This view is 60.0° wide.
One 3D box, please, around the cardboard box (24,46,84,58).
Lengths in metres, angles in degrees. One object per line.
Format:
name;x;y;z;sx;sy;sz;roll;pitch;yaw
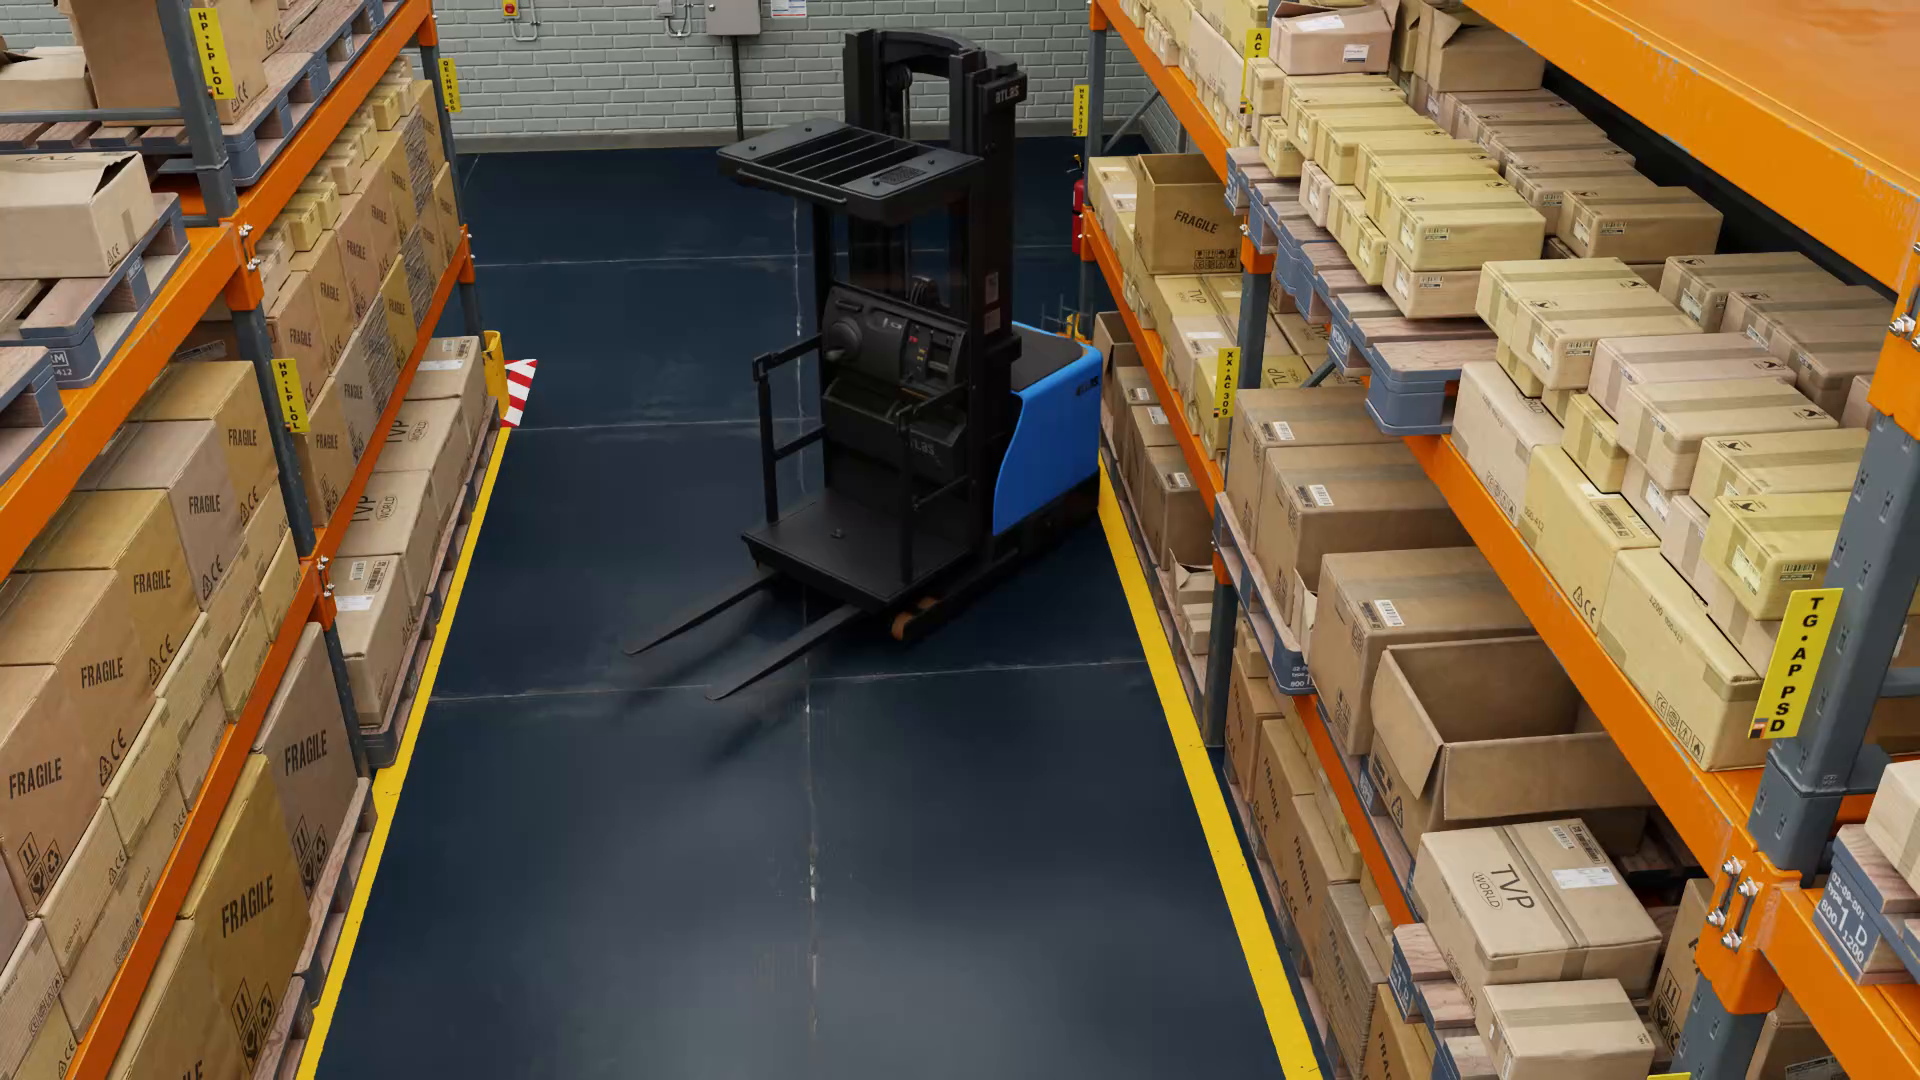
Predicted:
cardboard box;-3.662;-1.939;6.884;0.380;0.149;0.250;-2;31;-3

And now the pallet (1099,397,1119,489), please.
pallet;1.391;-0.729;10.765;1.003;0.211;1.213;-3;31;-5

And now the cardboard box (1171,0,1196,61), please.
cardboard box;1.293;-2.442;7.845;0.500;0.250;0.500;-2;31;-4

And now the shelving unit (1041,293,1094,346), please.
shelving unit;0.624;-0.868;10.029;0.258;1.200;0.189;22;36;33

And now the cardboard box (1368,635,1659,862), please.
cardboard box;1.719;0.663;5.204;0.797;0.503;0.637;-3;31;-6

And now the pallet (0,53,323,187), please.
pallet;-3.325;-1.758;6.930;1.003;0.211;1.213;-3;31;-5

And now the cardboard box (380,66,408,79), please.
cardboard box;-3.352;-2.581;9.441;0.380;0.149;0.250;-2;31;-4

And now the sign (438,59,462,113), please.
sign;-3.091;-2.750;10.069;0.100;0.325;0.005;-3;31;-5

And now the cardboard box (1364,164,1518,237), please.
cardboard box;1.462;-1.033;5.076;0.380;0.149;0.250;-3;31;-4

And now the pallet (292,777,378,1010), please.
pallet;-3.112;1.497;7.037;1.003;0.211;1.213;-3;31;-5

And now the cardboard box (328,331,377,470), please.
cardboard box;-3.085;-0.642;7.803;0.500;0.500;0.500;-3;31;-4

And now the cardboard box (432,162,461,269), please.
cardboard box;-3.324;-1.942;9.978;0.500;0.500;0.500;-3;31;-4

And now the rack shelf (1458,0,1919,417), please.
rack shelf;1.869;-1.404;4.416;1.077;0.370;4.000;-3;31;-5

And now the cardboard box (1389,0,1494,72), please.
cardboard box;1.779;-1.886;6.100;0.396;0.266;0.258;-3;31;-5

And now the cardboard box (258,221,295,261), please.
cardboard box;-3.136;-1.273;7.251;0.380;0.149;0.250;-3;31;-5

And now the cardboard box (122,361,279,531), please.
cardboard box;-2.968;-0.346;6.332;0.500;0.500;0.500;-2;31;-3

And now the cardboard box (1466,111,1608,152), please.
cardboard box;1.920;-1.322;5.561;0.380;0.149;0.250;-2;31;-3

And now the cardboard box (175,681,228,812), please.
cardboard box;-2.892;0.710;5.783;0.500;0.250;0.500;-4;31;-6

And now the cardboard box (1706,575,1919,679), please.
cardboard box;1.783;0.148;3.409;0.380;0.149;0.250;-2;31;-4

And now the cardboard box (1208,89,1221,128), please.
cardboard box;1.318;-1.942;7.396;0.380;0.149;0.250;-2;31;-3

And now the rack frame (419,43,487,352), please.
rack frame;-3.633;-2.132;10.395;1.000;3.000;0.127;-3;31;-5

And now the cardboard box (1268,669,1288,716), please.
cardboard box;1.554;0.618;7.186;0.380;0.149;0.250;-4;31;-6

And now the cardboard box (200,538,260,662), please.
cardboard box;-2.922;0.228;6.102;0.500;0.250;0.500;-2;31;-3

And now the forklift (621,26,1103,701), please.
forklift;-0.490;-0.999;8.565;1.130;2.935;3.031;23;38;33

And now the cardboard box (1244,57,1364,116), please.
cardboard box;1.274;-1.687;6.172;0.380;0.149;0.250;-2;31;-3

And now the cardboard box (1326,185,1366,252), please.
cardboard box;1.412;-1.040;5.379;0.380;0.149;0.250;-3;31;-5

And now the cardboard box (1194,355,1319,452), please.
cardboard box;1.392;-0.642;7.755;0.500;0.250;0.500;-2;31;-3

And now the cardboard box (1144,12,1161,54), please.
cardboard box;1.153;-2.591;8.482;0.380;0.149;0.250;-3;31;-4

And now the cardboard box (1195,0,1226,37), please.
cardboard box;1.339;-2.400;7.287;0.500;0.250;0.500;-3;31;-5

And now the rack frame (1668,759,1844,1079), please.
rack frame;2.056;1.712;3.958;1.000;3.000;0.127;-3;31;-5

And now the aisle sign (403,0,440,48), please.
aisle sign;-3.331;-3.300;9.815;0.394;0.787;0.004;-3;31;-5

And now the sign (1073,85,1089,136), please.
sign;0.768;-2.718;10.531;0.100;0.325;0.005;-3;31;-5

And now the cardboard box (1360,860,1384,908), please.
cardboard box;1.690;1.280;6.077;0.380;0.149;0.250;-3;31;-4

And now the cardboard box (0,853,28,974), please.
cardboard box;-2.744;0.964;4.139;0.500;0.500;0.500;-3;31;-4

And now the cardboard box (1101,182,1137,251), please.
cardboard box;1.130;-1.933;9.918;0.500;0.250;0.500;-2;31;-4

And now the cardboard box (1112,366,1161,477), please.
cardboard box;1.313;-0.724;10.065;0.700;0.500;0.500;-2;31;-3

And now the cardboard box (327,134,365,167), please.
cardboard box;-3.220;-1.926;8.344;0.380;0.149;0.250;-2;31;-3

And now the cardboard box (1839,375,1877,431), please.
cardboard box;2.278;-0.268;3.815;0.380;0.149;0.250;-3;31;-5

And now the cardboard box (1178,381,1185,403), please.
cardboard box;1.309;-0.771;8.361;0.380;0.149;0.250;-2;31;-3

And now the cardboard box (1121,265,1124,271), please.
cardboard box;1.158;-1.691;9.901;0.380;0.149;0.250;-2;31;-3

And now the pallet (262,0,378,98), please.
pallet;-3.436;-2.380;7.970;1.003;0.211;1.213;-3;31;-5

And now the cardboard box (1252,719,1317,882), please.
cardboard box;1.563;1.092;7.025;0.500;0.500;0.500;-3;31;-5

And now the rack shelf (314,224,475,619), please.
rack shelf;-3.446;-0.802;8.870;1.077;0.370;4.000;-3;31;-5

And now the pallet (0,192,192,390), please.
pallet;-3.124;-0.830;5.476;0.805;0.209;1.217;-4;31;-7

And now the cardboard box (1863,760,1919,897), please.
cardboard box;1.786;0.494;2.793;0.380;0.166;0.250;-3;31;-5

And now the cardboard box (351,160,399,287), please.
cardboard box;-3.185;-1.595;8.422;0.500;0.500;0.500;-3;31;-5

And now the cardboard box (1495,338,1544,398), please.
cardboard box;1.689;-0.510;4.511;0.380;0.149;0.250;-2;31;-3

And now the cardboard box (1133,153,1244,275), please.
cardboard box;1.223;-1.747;8.875;0.500;0.500;0.500;-2;31;-3

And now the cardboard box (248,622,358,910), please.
cardboard box;-3.122;0.954;6.889;0.875;0.875;0.875;-2;31;-3

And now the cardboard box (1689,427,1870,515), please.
cardboard box;1.810;-0.111;3.552;0.380;0.149;0.250;-4;31;-6
